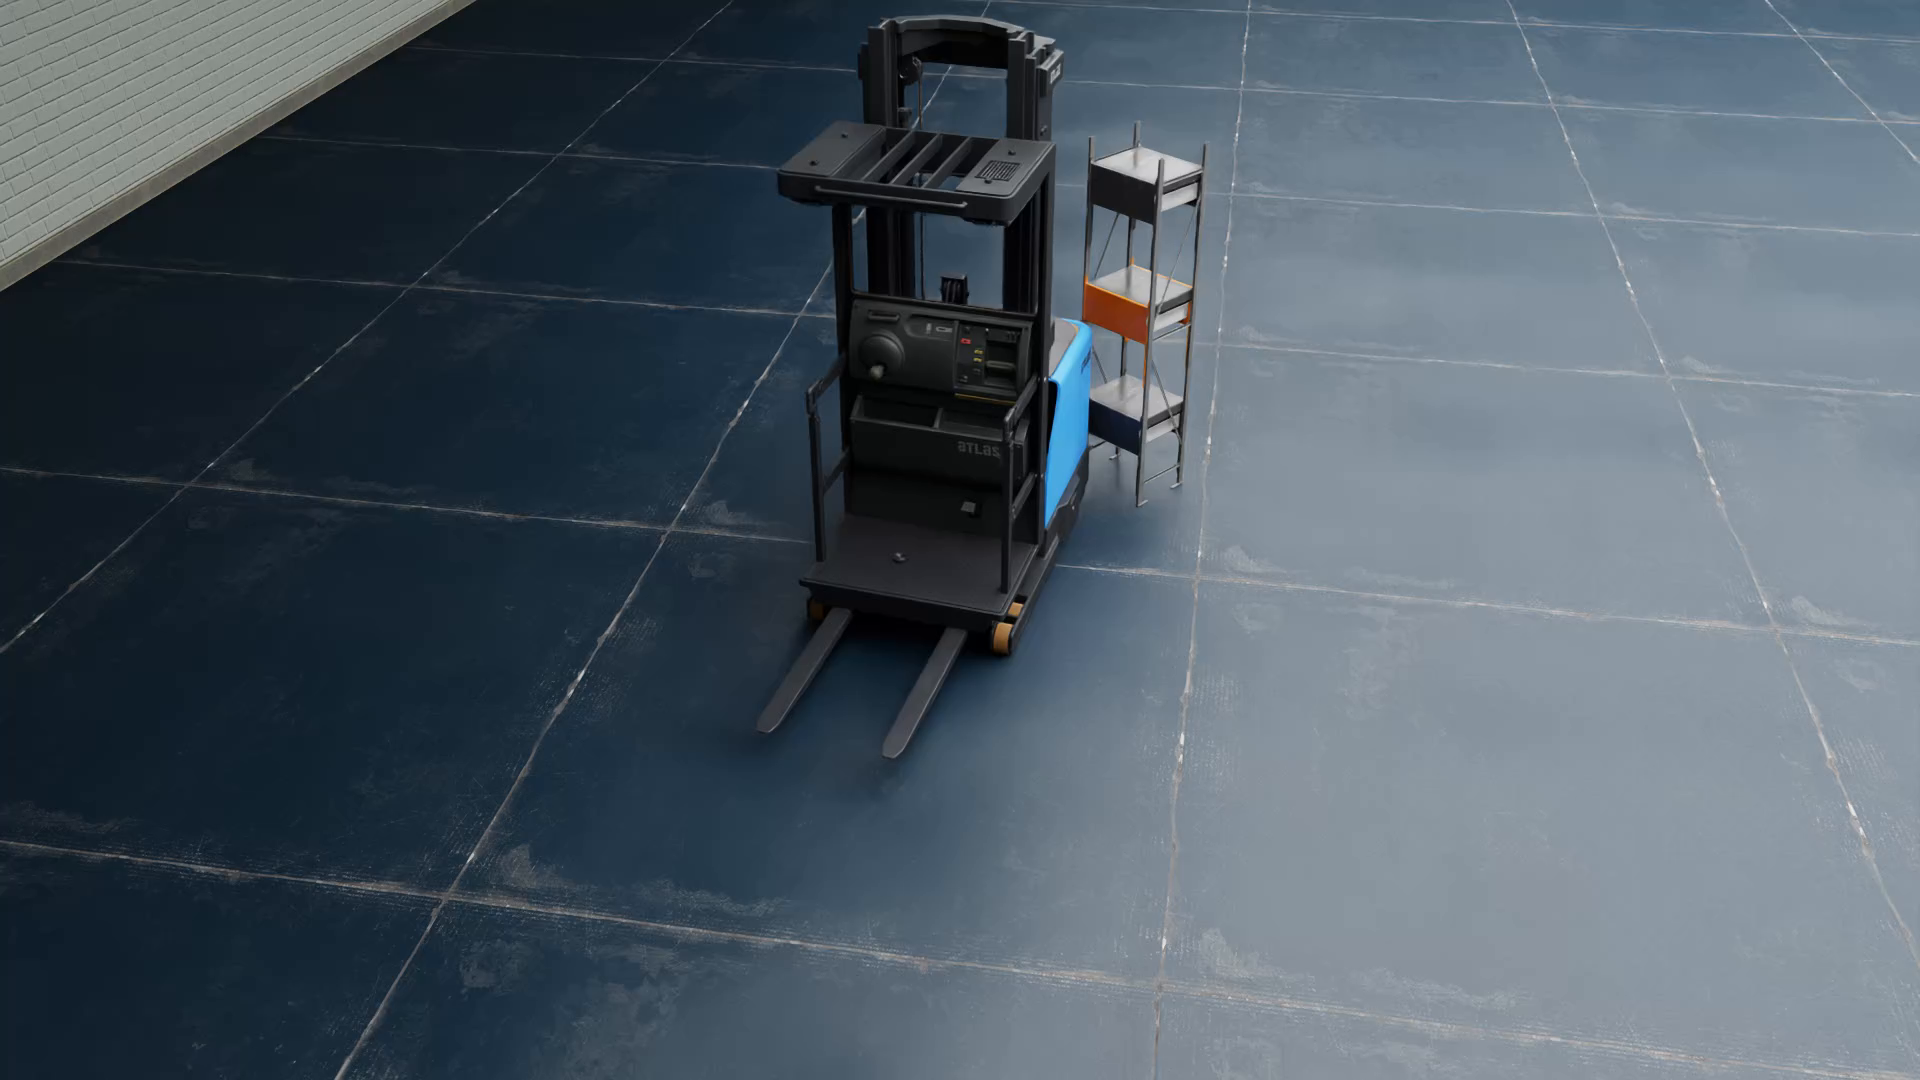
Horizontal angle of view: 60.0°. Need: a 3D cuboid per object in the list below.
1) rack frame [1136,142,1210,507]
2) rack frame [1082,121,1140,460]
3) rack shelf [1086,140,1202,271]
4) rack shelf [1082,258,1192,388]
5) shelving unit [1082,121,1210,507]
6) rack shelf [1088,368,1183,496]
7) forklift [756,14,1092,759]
[{"bbox_3d":[1.180,-1.156,9.291,0.400,2.100,0.015,-27,41,-36],"label":"rack frame"},{"bbox_3d":[0.843,-1.343,9.591,0.400,2.100,0.015,-27,41,-36],"label":"rack frame"},{"bbox_3d":[1.011,-1.831,9.077,0.431,0.518,0.480,-27,41,-36],"label":"rack shelf"},{"bbox_3d":[1.012,-1.238,9.448,0.431,0.518,0.480,-27,41,-36],"label":"rack shelf"},{"bbox_3d":[1.012,-1.249,9.441,0.431,2.100,0.503,-27,41,-36],"label":"shelving unit"},{"bbox_3d":[1.012,-0.644,9.819,0.431,0.518,0.480,-27,41,-36],"label":"rack shelf"},{"bbox_3d":[-0.165,-0.894,8.090,1.130,2.935,3.031,9,33,15],"label":"forklift"}]
